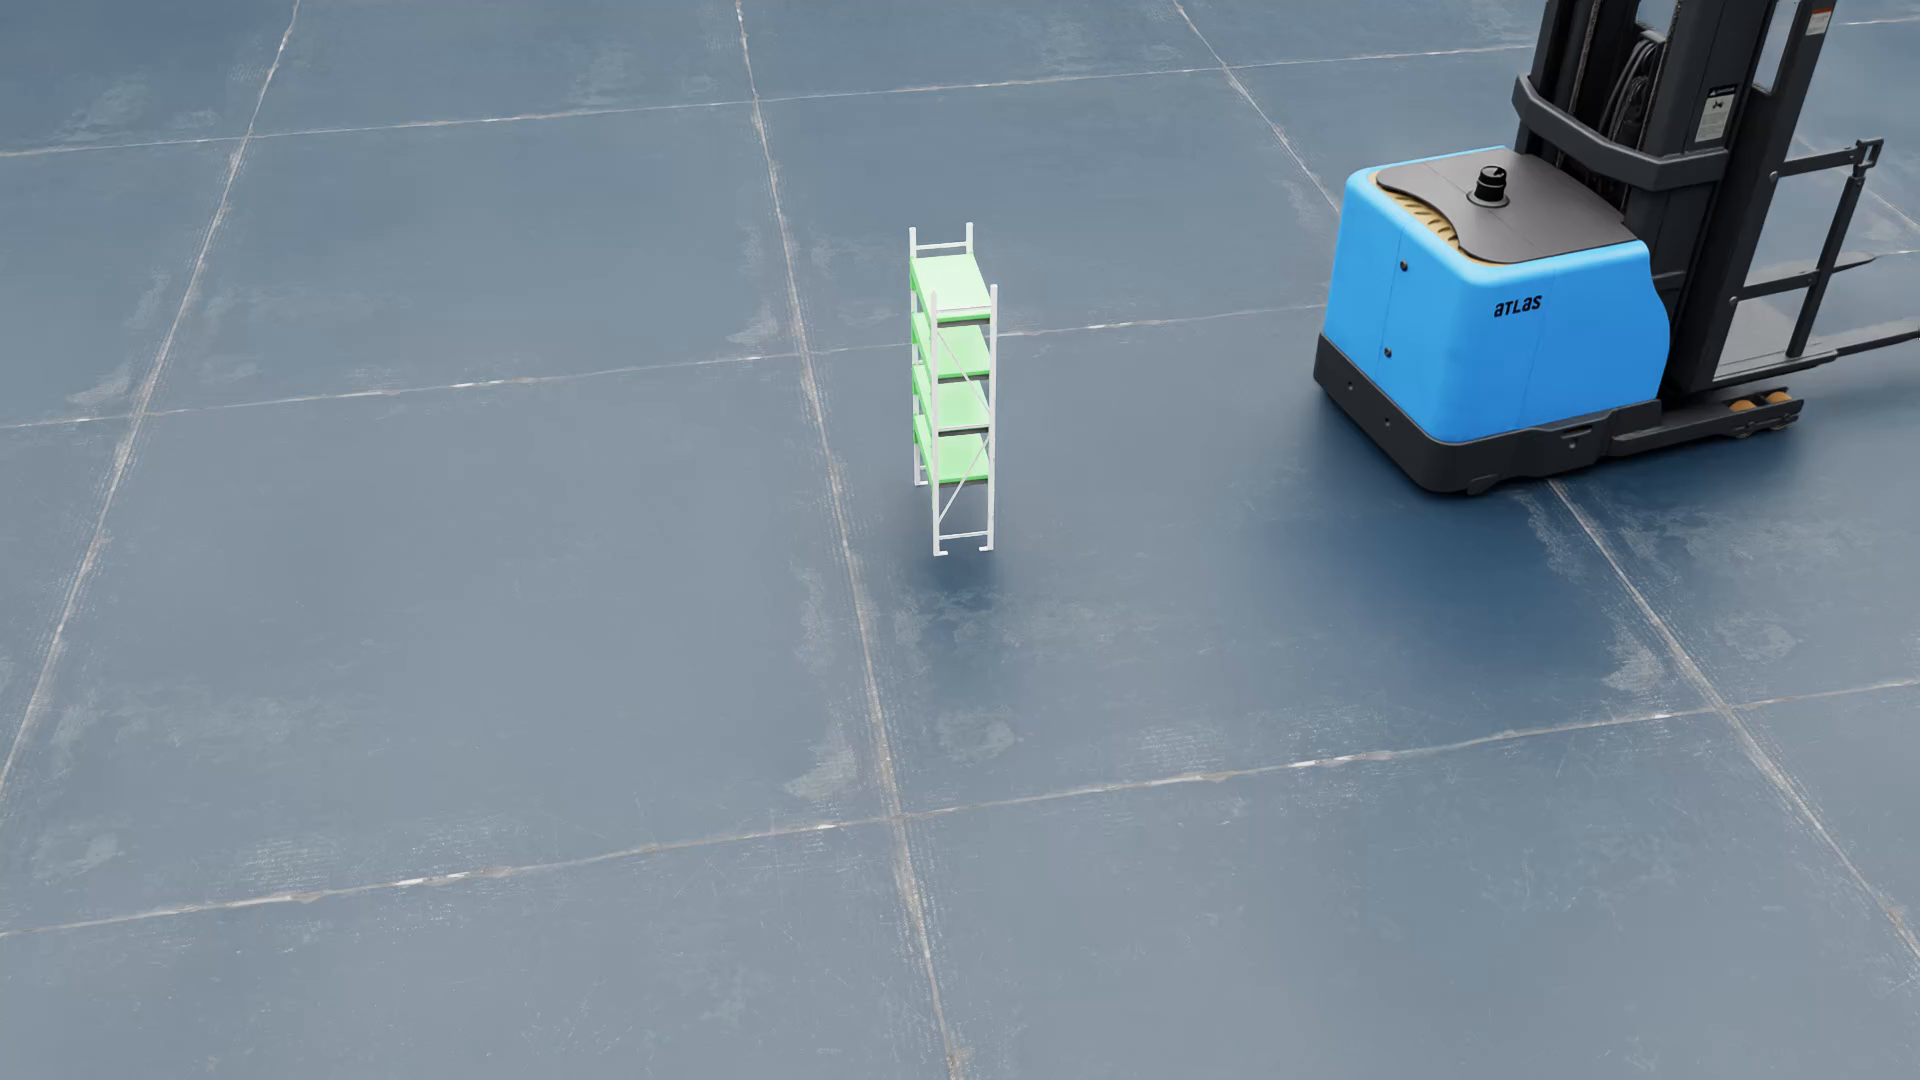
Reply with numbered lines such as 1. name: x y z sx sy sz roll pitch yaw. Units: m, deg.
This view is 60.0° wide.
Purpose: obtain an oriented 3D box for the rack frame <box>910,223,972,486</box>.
1. rack frame: -0.072 -0.721 6.700 0.240 1.200 0.015 -6 38 -8

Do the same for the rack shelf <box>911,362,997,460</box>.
1. rack shelf: -0.029 -0.523 6.550 0.258 0.148 0.480 -6 38 -8

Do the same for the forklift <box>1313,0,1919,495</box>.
1. forklift: 3.184 -1.898 6.804 3.031 2.935 1.130 -13 40 -16

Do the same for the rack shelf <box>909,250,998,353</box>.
1. rack shelf: -0.029 -0.902 6.255 0.258 0.148 0.480 -6 38 -8

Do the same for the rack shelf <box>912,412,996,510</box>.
1. rack shelf: -0.029 -0.334 6.697 0.258 0.148 0.480 -6 38 -8

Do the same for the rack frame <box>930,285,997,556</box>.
1. rack frame: 0.014 -0.426 6.321 0.240 1.200 0.015 -6 38 -8

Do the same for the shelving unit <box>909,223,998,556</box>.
1. shelving unit: -0.029 -0.574 6.511 0.258 1.200 0.503 -6 38 -8

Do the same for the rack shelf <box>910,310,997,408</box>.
1. rack shelf: -0.029 -0.713 6.403 0.258 0.148 0.480 -6 38 -8
